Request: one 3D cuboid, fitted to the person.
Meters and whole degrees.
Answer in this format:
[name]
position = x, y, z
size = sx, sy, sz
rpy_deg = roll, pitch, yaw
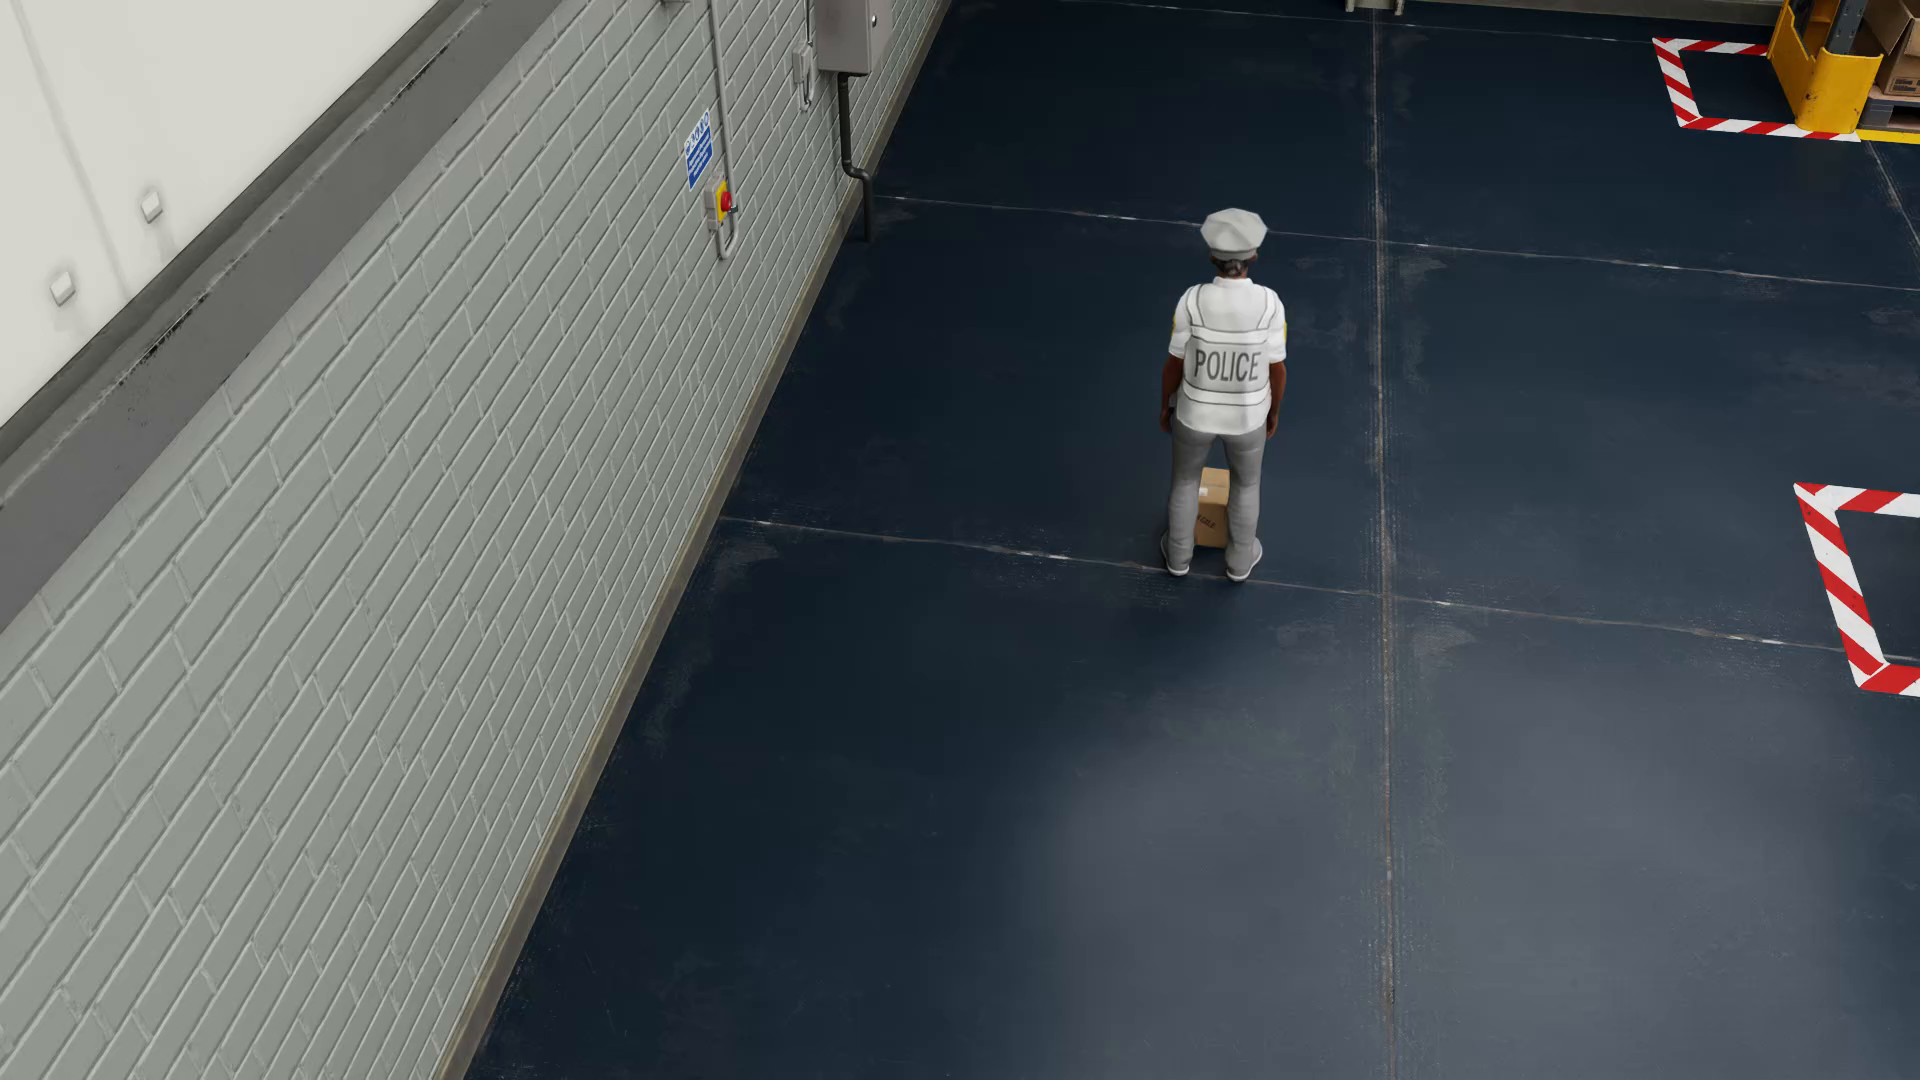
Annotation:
[person]
position = 1.068, -0.527, 6.772
size = 0.515, 1.656, 0.397
rpy_deg = 5, 41, 6
